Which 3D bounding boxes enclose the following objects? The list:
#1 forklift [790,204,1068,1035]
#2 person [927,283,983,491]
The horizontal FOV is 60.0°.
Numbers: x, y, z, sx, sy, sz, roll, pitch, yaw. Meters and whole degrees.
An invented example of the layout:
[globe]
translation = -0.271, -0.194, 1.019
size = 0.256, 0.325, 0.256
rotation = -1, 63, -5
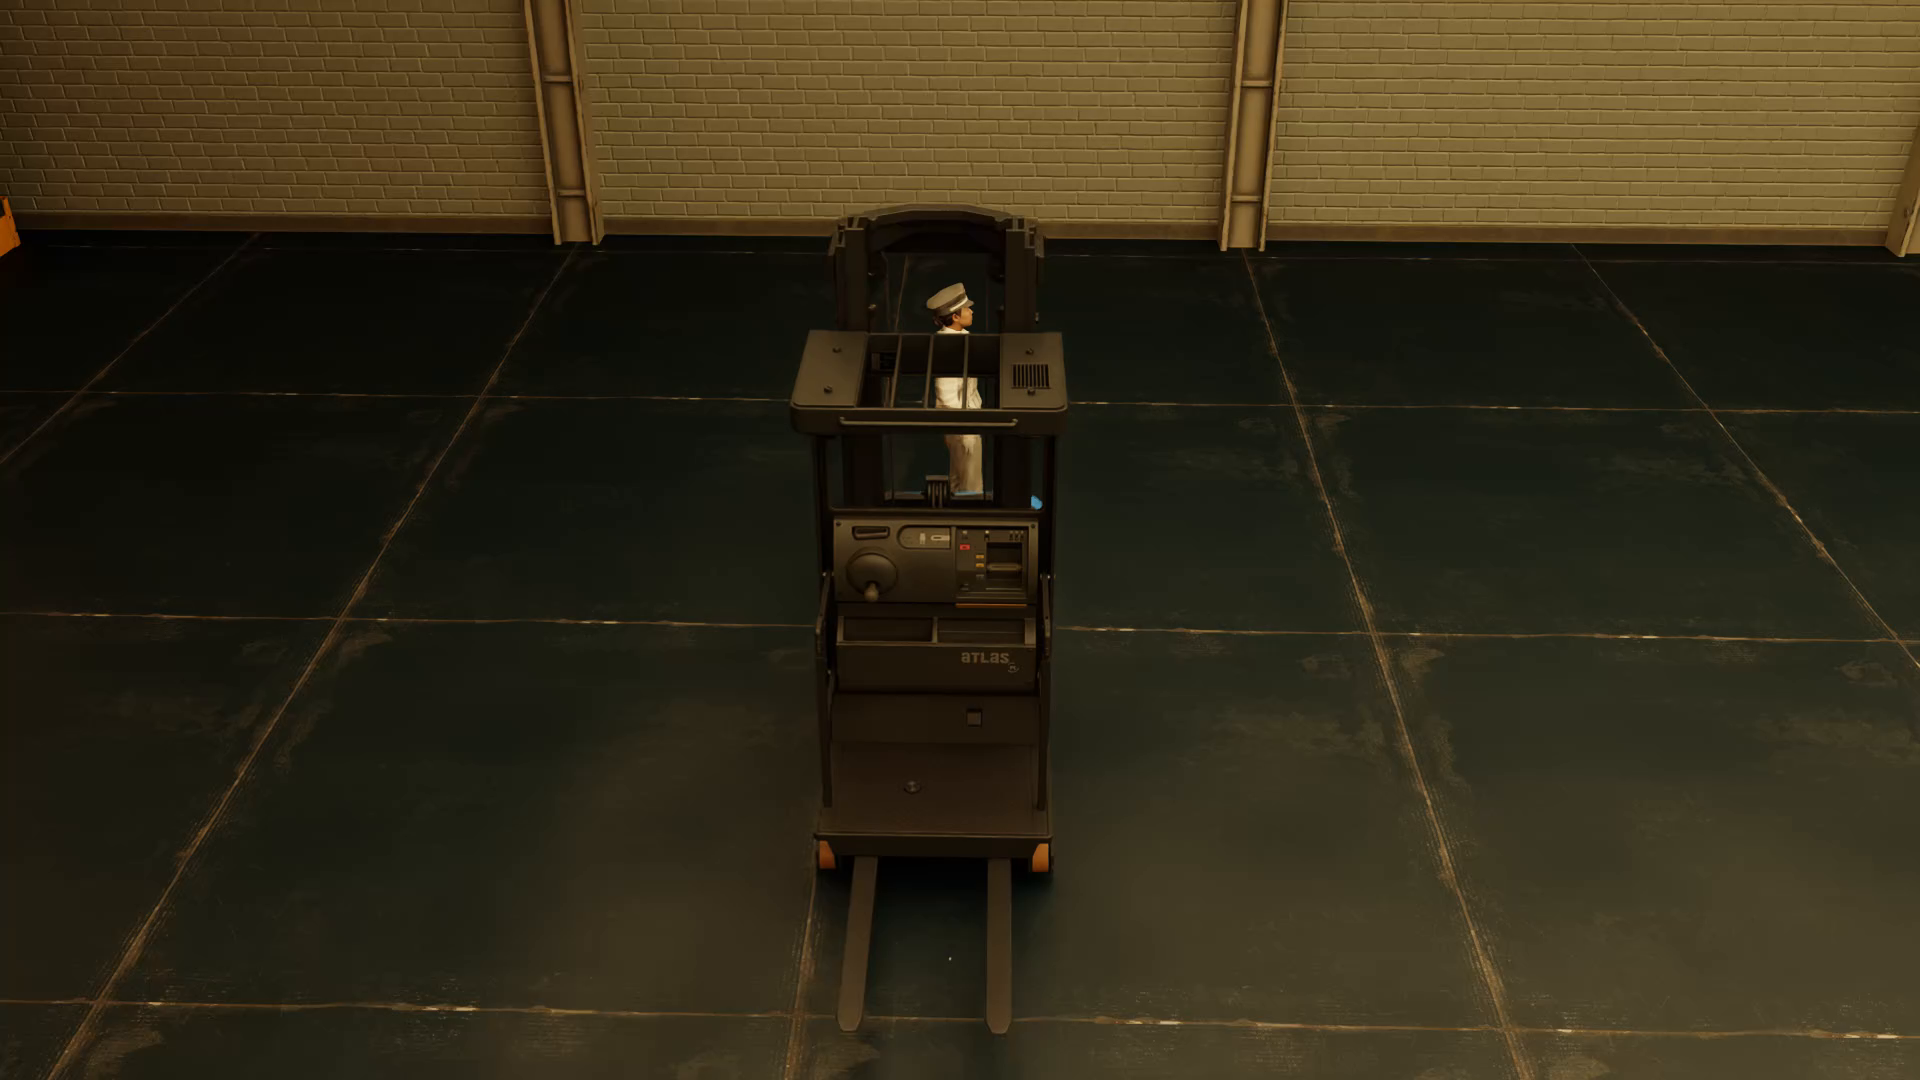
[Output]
[forklift]
translation = -0.113, 0.143, 7.371
size = 1.130, 2.935, 3.031
rotation = 1, 31, 1
[person]
translation = 0.068, -0.732, 10.059
size = 0.531, 1.695, 0.588
rotation = 1, 31, 1
